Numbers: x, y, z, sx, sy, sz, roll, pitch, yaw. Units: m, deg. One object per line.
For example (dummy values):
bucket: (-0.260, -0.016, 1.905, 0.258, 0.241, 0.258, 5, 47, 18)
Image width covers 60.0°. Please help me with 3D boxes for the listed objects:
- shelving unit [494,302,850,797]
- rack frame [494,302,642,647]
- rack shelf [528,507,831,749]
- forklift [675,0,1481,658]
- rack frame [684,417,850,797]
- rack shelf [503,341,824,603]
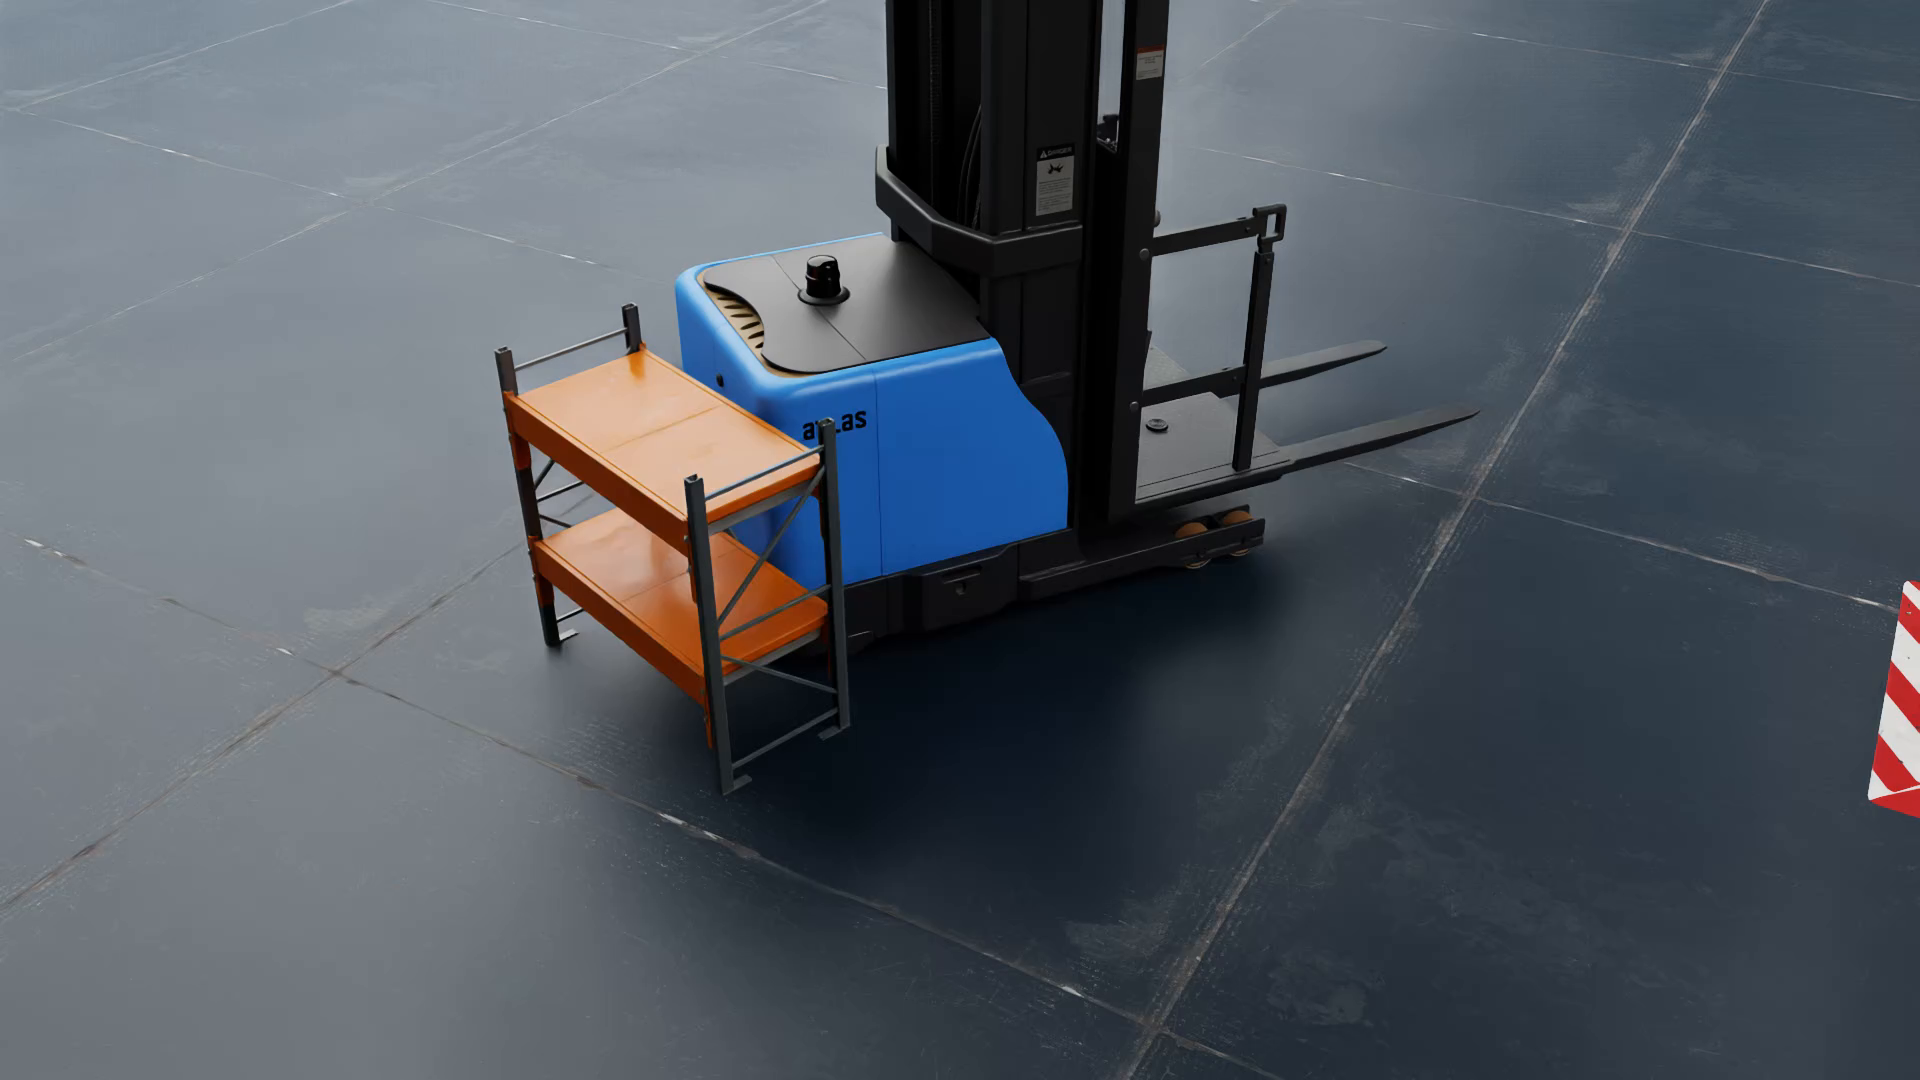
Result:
shelving unit: (-0.890, 0.008, 5.223, 0.538, 1.125, 1.048, -27, 42, -34)
rack frame: (-1.233, -0.201, 5.536, 0.500, 1.125, 0.032, -27, 42, -34)
rack shelf: (-0.890, 0.211, 5.359, 0.538, 0.278, 1.000, -27, 42, -34)
forklift: (0.565, -1.365, 5.656, 3.031, 2.935, 1.130, -14, 36, -21)
rack frame: (-0.548, 0.216, 4.910, 0.500, 1.125, 0.032, -27, 42, -34)
rack shelf: (-0.891, -0.236, 5.061, 0.538, 0.278, 1.000, -27, 42, -34)
